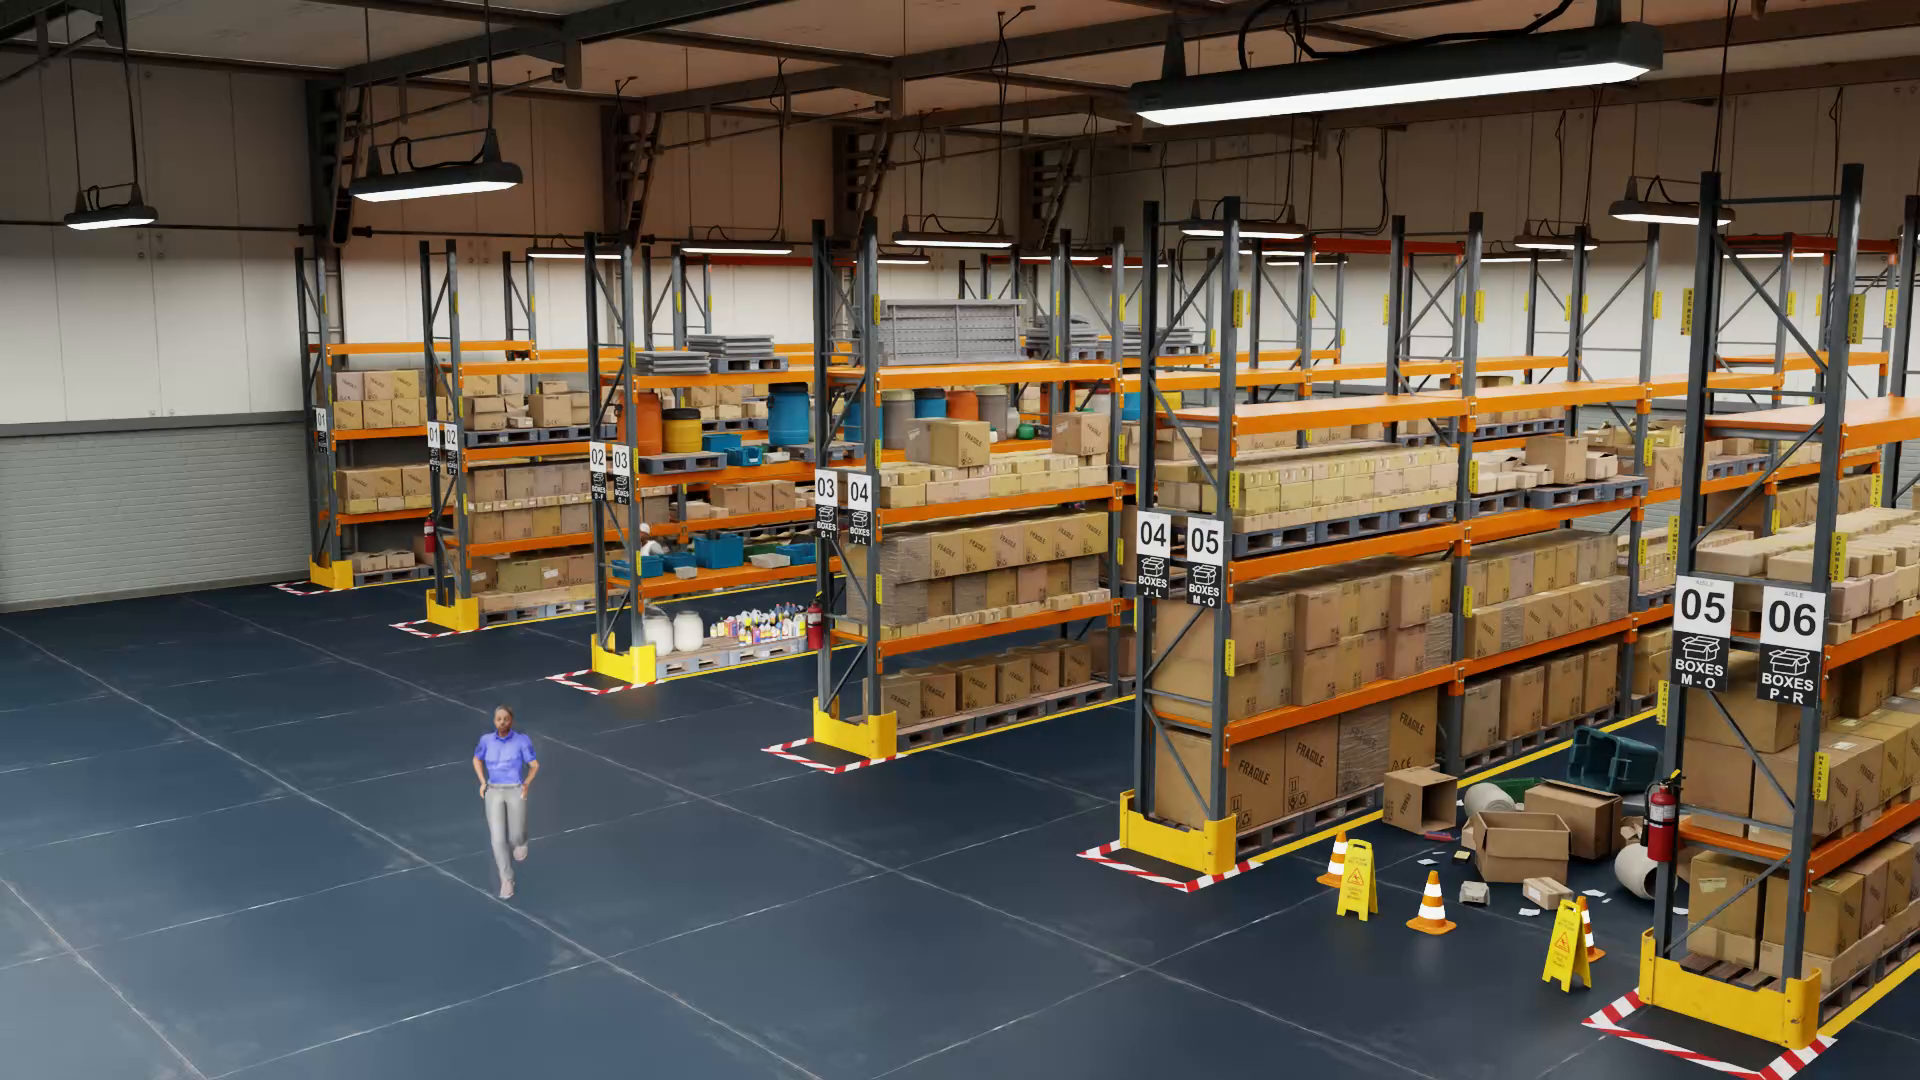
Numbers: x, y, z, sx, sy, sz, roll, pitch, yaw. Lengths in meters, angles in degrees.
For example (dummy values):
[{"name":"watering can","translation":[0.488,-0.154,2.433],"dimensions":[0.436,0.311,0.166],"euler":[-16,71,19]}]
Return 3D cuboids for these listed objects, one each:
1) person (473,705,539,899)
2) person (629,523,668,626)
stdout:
[{"name":"person","translation":[-3.987,2.250,14.612],"dimensions":[0.577,1.643,0.738],"euler":[-1,8,-8]},{"name":"person","translation":[-4.780,0.605,25.296],"dimensions":[0.690,1.744,0.585],"euler":[7,11,38]}]
